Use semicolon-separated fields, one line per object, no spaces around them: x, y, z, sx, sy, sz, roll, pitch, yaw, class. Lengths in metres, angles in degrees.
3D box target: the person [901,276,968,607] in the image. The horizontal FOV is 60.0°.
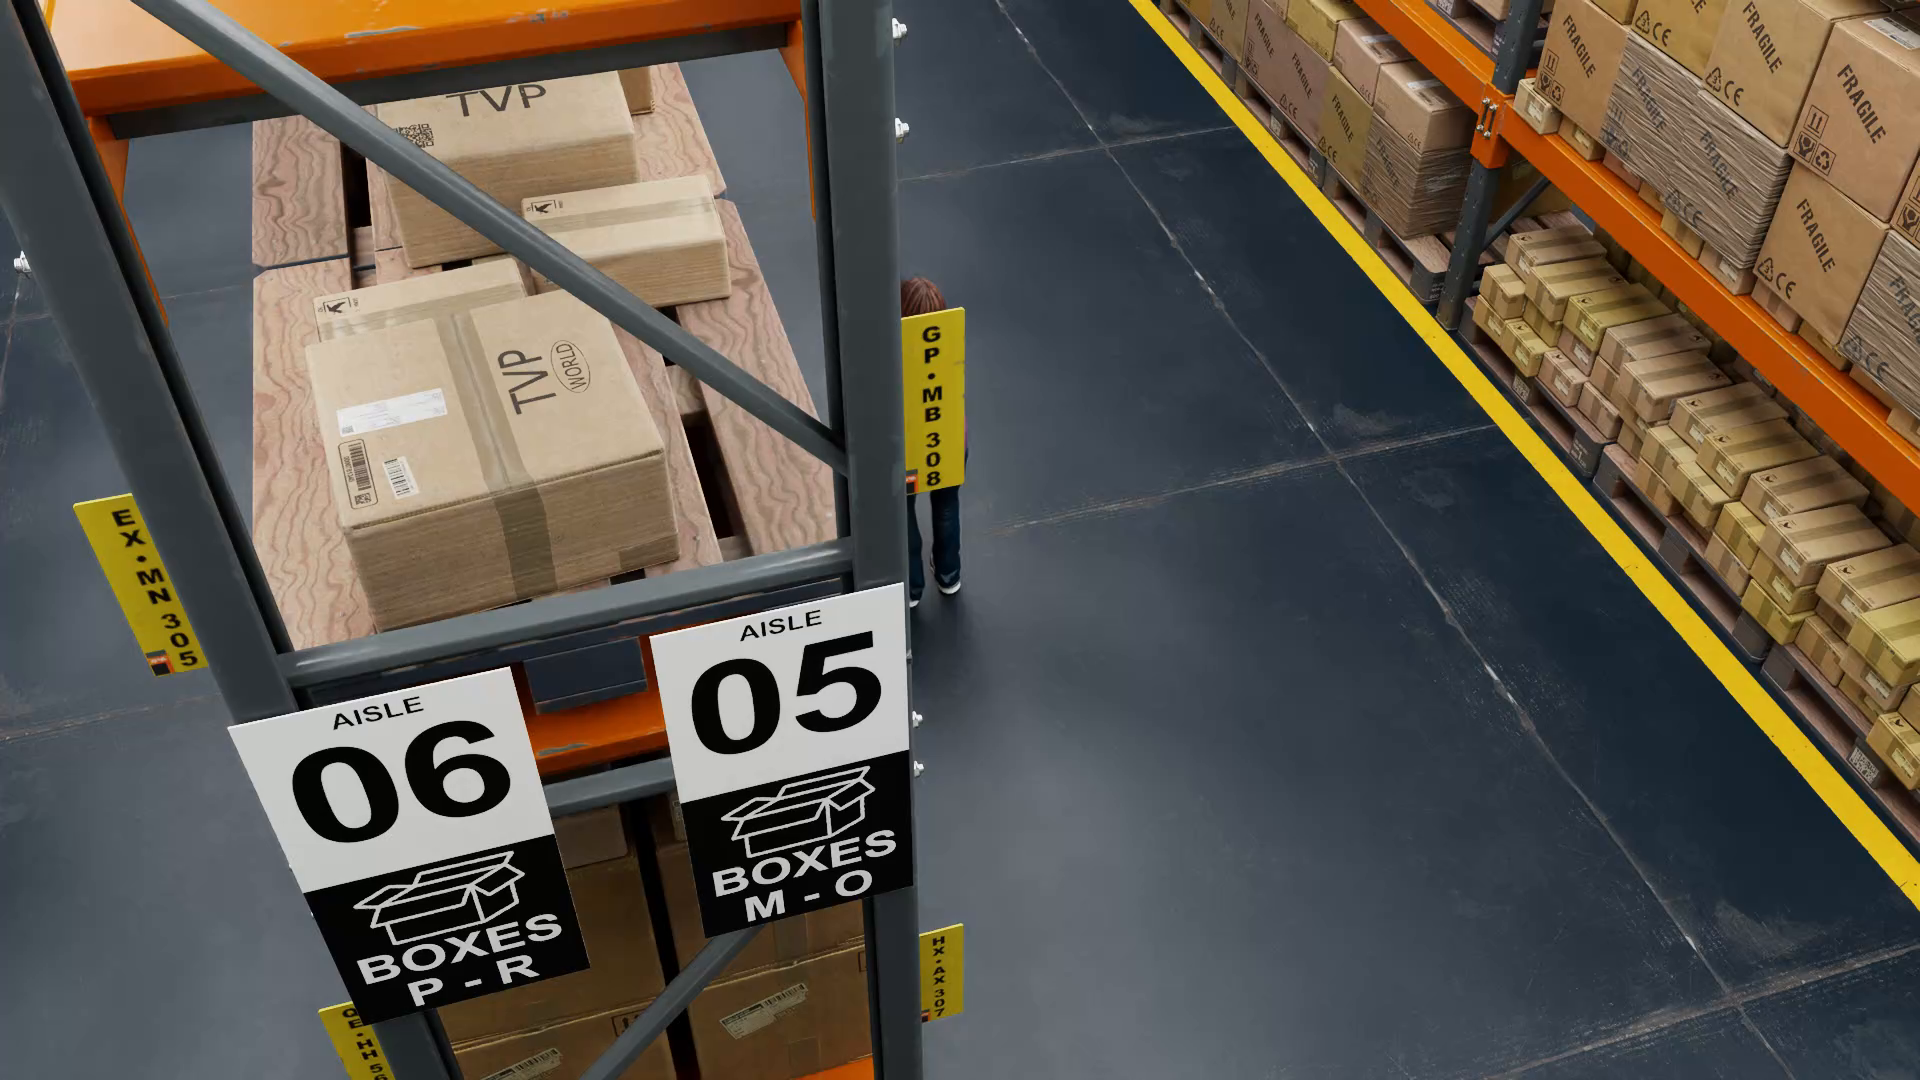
-0.171;-0.424;6.629;0.386;1.598;0.497;-12;44;-13;person
